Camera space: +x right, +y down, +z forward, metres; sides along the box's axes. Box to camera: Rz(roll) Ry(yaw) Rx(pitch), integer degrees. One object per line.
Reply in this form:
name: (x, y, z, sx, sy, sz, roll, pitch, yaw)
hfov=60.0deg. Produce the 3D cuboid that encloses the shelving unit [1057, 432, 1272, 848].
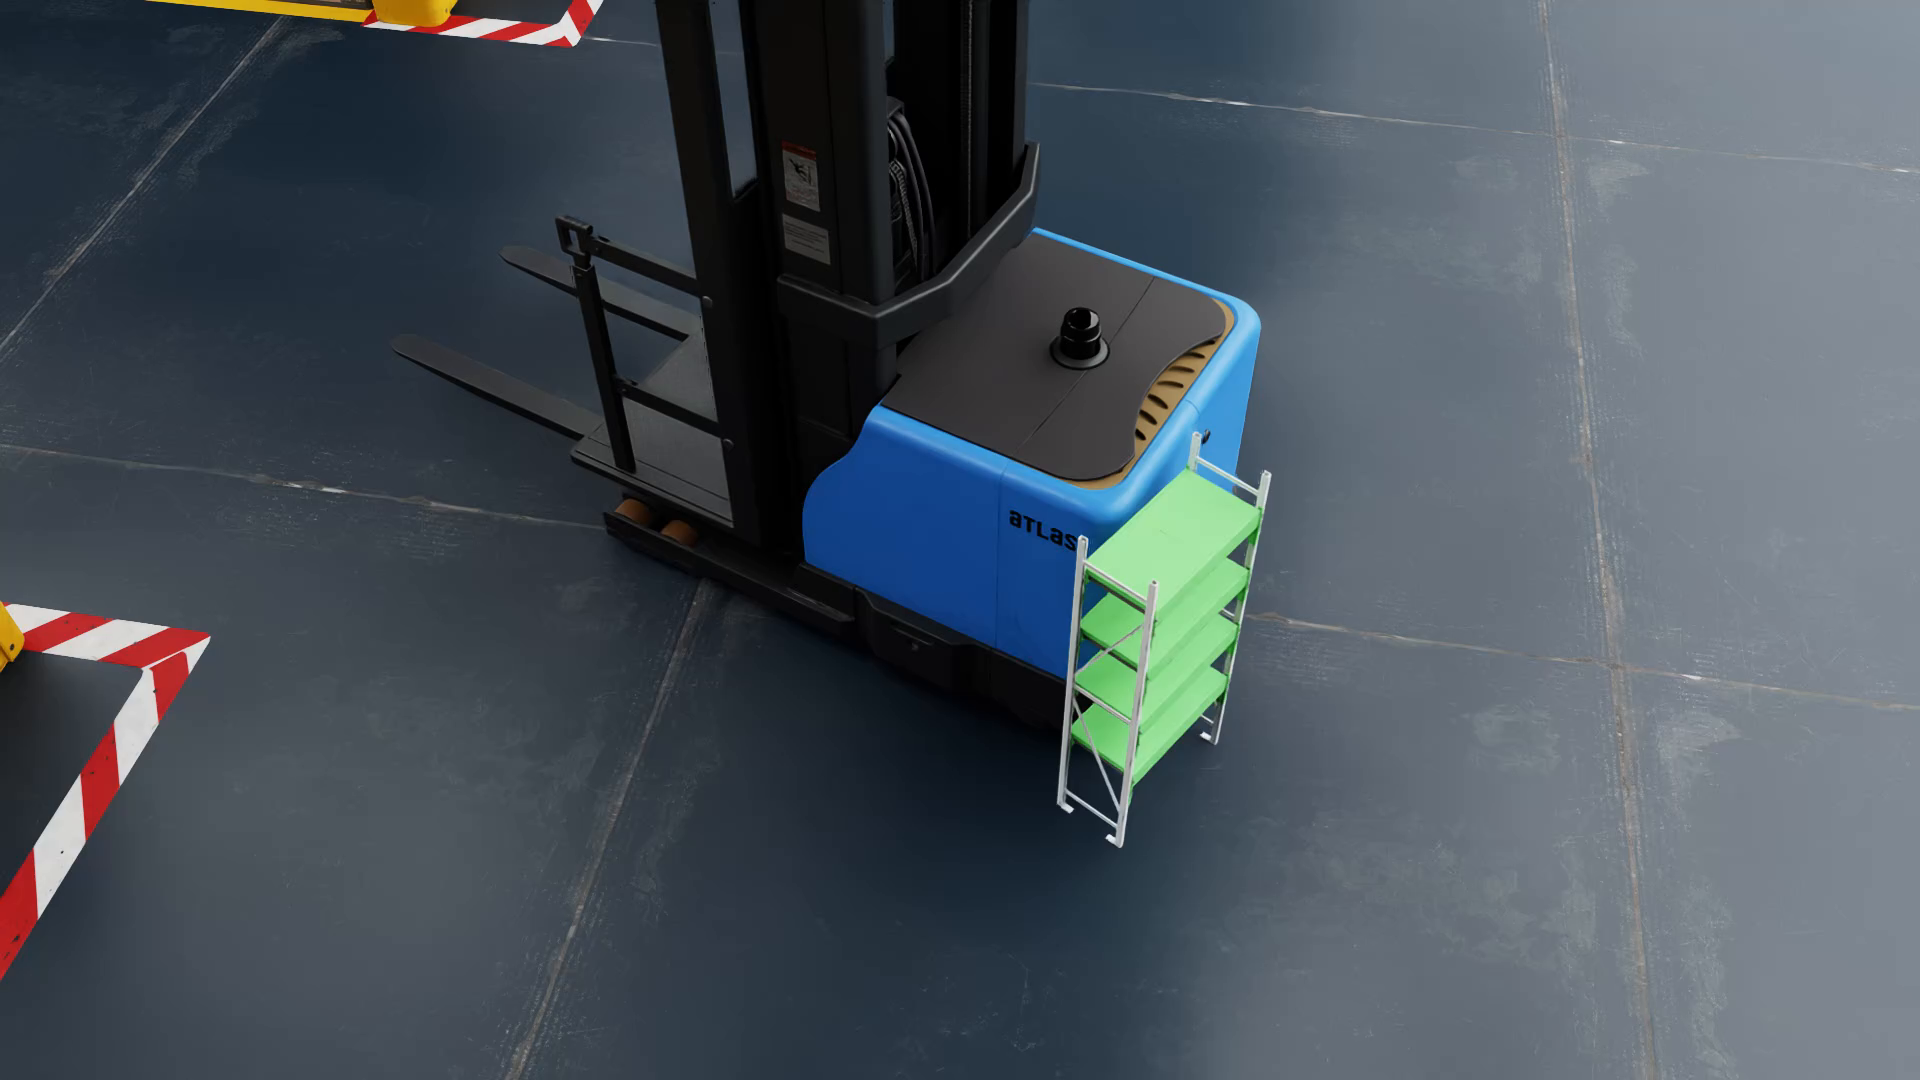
shelving unit: (0.549, 0.314, 4.661, 0.258, 1.200, 0.503, 33, 56, 26)

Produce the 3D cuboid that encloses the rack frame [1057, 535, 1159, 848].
rack frame: (0.389, 0.451, 4.538, 0.240, 1.200, 0.015, 33, 56, 26)

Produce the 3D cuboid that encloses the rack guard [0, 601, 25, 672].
rack guard: (-3.326, 0.543, 4.926, 0.348, 0.500, 1.175, 8, 49, 7)

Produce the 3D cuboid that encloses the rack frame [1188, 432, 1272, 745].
rack frame: (0.708, 0.176, 4.785, 0.240, 1.200, 0.015, 33, 56, 26)

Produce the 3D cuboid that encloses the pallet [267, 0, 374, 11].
pallet: (-3.347, -3.076, 8.372, 1.213, 0.211, 1.003, 8, 49, 7)

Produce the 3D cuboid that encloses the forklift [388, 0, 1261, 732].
forklift: (-0.624, -1.200, 4.857, 3.031, 2.935, 1.130, 23, 52, 20)

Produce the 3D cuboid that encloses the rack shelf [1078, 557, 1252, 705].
rack shelf: (0.549, 0.196, 4.530, 0.258, 0.148, 0.480, 33, 56, 26)

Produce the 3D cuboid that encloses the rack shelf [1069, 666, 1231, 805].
rack shelf: (0.548, 0.517, 4.888, 0.258, 0.148, 0.480, 33, 56, 26)

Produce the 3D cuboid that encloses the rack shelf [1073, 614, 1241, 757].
rack shelf: (0.548, 0.356, 4.709, 0.258, 0.148, 0.480, 33, 56, 26)

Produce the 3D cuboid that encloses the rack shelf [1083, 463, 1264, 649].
rack shelf: (0.549, 0.036, 4.352, 0.258, 0.148, 0.480, 33, 56, 26)

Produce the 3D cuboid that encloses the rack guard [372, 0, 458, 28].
rack guard: (-2.549, -3.061, 8.164, 0.348, 0.500, 1.175, 8, 49, 7)
